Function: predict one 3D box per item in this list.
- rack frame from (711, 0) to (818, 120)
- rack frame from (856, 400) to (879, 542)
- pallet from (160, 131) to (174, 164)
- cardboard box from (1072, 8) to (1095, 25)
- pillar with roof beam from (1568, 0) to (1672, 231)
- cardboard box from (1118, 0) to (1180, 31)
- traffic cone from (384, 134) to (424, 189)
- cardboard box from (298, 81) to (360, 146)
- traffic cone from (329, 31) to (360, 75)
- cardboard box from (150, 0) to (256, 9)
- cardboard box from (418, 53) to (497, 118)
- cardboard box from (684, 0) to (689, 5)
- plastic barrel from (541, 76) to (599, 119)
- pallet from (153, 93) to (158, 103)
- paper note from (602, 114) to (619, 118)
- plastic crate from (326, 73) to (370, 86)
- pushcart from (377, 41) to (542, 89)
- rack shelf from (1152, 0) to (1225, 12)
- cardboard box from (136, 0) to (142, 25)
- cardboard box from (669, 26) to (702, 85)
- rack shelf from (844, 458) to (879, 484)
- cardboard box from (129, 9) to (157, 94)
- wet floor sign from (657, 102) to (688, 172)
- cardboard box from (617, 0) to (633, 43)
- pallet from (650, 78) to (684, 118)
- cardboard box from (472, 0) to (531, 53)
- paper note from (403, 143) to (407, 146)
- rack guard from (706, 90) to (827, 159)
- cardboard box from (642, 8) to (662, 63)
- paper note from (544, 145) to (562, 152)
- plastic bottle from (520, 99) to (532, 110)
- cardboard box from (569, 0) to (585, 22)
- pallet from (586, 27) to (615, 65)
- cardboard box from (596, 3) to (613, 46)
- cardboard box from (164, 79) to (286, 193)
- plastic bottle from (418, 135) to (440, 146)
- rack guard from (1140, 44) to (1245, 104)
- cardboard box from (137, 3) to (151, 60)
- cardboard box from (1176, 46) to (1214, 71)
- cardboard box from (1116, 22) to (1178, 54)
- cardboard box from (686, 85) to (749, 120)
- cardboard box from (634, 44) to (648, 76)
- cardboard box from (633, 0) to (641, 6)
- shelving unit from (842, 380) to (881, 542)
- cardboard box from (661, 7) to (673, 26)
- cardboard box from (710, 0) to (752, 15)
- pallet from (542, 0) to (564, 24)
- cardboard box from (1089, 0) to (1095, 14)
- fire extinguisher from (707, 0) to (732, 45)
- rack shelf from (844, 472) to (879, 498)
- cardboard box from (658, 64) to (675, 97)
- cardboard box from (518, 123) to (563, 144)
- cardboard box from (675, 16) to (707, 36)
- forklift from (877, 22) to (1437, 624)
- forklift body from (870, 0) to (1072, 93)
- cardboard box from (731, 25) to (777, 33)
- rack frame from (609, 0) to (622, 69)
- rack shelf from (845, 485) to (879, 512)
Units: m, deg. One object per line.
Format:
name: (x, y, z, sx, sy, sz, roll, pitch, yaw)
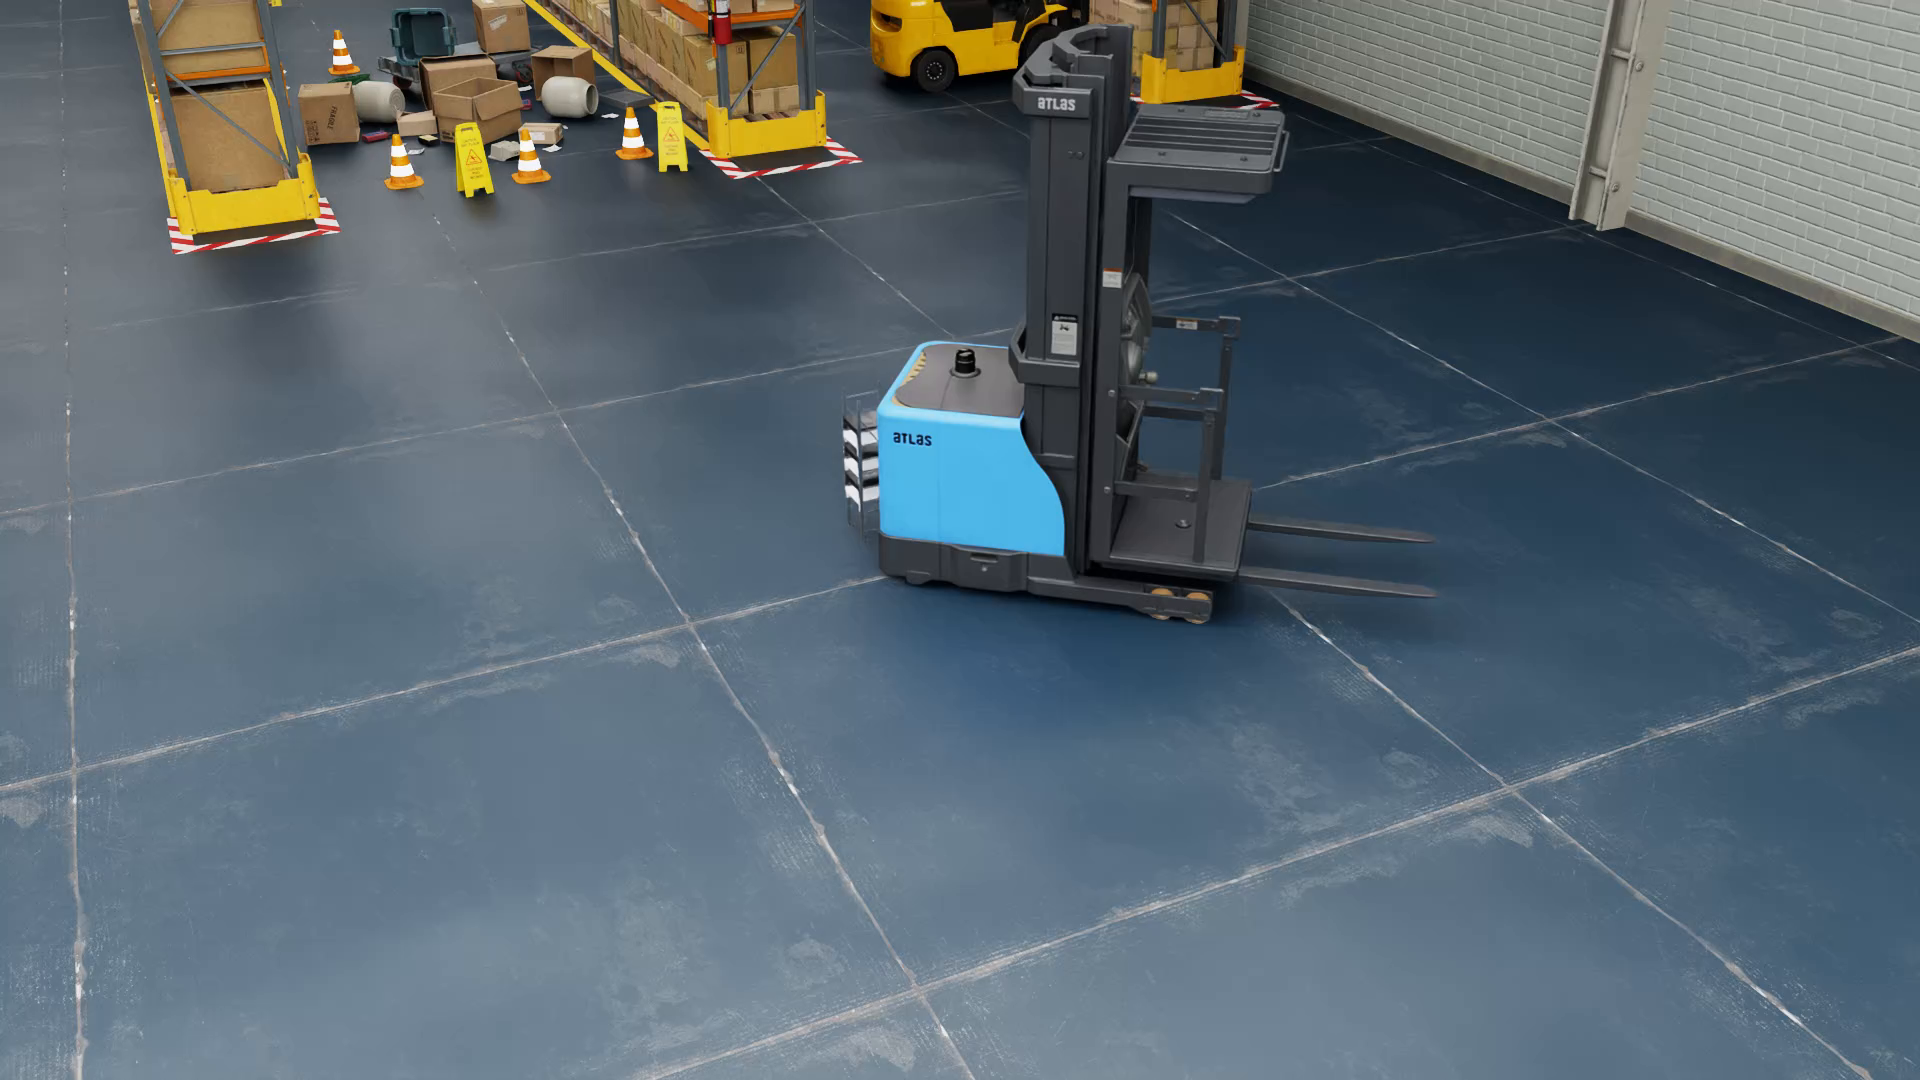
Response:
rack frame: (-1.905, -5.247, 16.041, 1.000, 3.000, 0.127, -13, 32, -22)
rack frame: (-0.472, -0.409, 9.559, 0.240, 0.900, 0.006, -14, 32, -23)
pallet: (-7.266, -3.822, 16.350, 1.003, 0.211, 1.213, -13, 32, -22)
cardboard box: (1.639, -6.090, 19.415, 0.500, 0.250, 0.500, -14, 32, -23)
pillar with roof beam: (1.780, -5.850, 10.983, 9.100, 9.000, 0.400, -13, 32, -22)
cardboard box: (2.097, -5.849, 18.474, 0.500, 0.250, 0.500, -12, 31, -20)
traffic cone: (-5.277, -3.590, 15.679, 0.336, 0.463, 0.334, -13, 32, -22)
cardboard box: (-6.456, -4.371, 17.031, 0.500, 0.500, 0.500, -8, 30, -13)
traffic cone: (-7.261, -5.733, 19.501, 0.336, 0.463, 0.334, -13, 32, -22)
cardboard box: (-6.456, -4.872, 14.114, 0.875, 0.550, 0.550, -13, 32, -22)
cardboard box: (-5.354, -4.873, 17.788, 0.797, 0.637, 0.503, -13, 32, -22)
cardboard box: (-2.558, -5.465, 16.685, 0.380, 0.149, 0.250, -14, 32, -23)
plastic barrel: (-4.159, -4.718, 17.731, 0.512, 0.421, 0.421, 7, 30, 13)
pallet: (-8.448, -5.039, 18.521, 1.003, 0.211, 1.213, -13, 32, -22)
paper note: (-3.750, -4.558, 17.847, 0.148, 0.019, 0.142, 26, 38, 38)
plastic crate: (-6.791, -4.927, 18.286, 0.450, 0.188, 0.662, -7, 28, 9)
pushcart: (-5.660, -5.370, 18.940, 0.936, 0.377, 1.648, 26, 38, 38)
rack shelf: (1.718, -6.861, 19.654, 1.077, 0.370, 4.000, -13, 32, -22)
cardboard box: (-7.498, -5.334, 16.042, 0.875, 0.550, 0.550, -13, 32, -22)
cardboard box: (-2.711, -5.087, 17.371, 0.500, 0.500, 0.500, -12, 31, -20)
rack shelf: (-0.517, -0.424, 9.655, 0.258, 0.077, 0.200, -14, 32, -23)
cardboard box: (-8.397, -5.388, 18.162, 1.050, 0.750, 0.750, -13, 32, -22)
wet floor sign: (-2.789, -3.912, 16.067, 0.267, 0.644, 0.232, -3, 29, -5)
cardboard box: (-3.612, -6.008, 19.013, 0.500, 0.500, 0.500, -12, 31, -20)
pallet: (-2.774, -4.969, 18.396, 1.003, 0.211, 1.213, -13, 32, -22)
cardboard box: (-5.217, -5.867, 18.928, 0.500, 0.500, 0.500, -13, 32, -22)
paper note: (-5.659, -4.013, 16.896, 0.032, 0.001, 0.123, 2, 29, 4)
rack guard: (-1.937, -4.191, 16.712, 1.175, 0.500, 0.348, -13, 32, -22)
cardboard box: (-3.151, -5.545, 18.186, 0.500, 0.500, 0.500, -11, 31, -19)
paper note: (-4.108, -3.952, 16.767, 0.142, 0.019, 0.148, 26, 38, 38)
plastic bottle: (-4.762, -4.769, 18.192, 0.133, 0.061, 0.283, -8, 30, -13)
cardboard box: (-4.461, -6.906, 21.257, 0.950, 0.372, 0.625, -12, 31, -20)
pallet: (-3.957, -6.142, 20.487, 1.003, 0.211, 1.213, -13, 32, -22)
cardboard box: (-3.849, -6.283, 20.144, 0.950, 0.372, 0.625, -13, 32, -21)
cardboard box: (-6.683, -3.706, 15.034, 0.875, 0.875, 0.875, -13, 32, -22)
plastic bottle: (-5.438, -4.083, 16.969, 0.283, 0.061, 0.133, 26, 38, 38)
rack guard: (2.587, -5.190, 18.495, 1.175, 0.500, 0.348, -13, 32, -22)
cardboard box: (-6.788, -4.622, 14.772, 0.875, 0.550, 0.550, -13, 32, -22)
cardboard box: (2.543, -5.533, 18.933, 0.500, 0.250, 0.500, -13, 32, -22)
cardboard box: (2.086, -5.643, 18.617, 0.500, 0.250, 0.500, -14, 32, -23)
cardboard box: (-2.505, -4.542, 17.166, 0.500, 0.250, 0.500, -13, 32, -22)
cardboard box: (-3.373, -5.447, 18.780, 0.500, 0.250, 0.500, -11, 31, -19)
cardboard box: (-3.391, -5.996, 18.329, 0.380, 0.149, 0.250, -12, 31, -20)
shelving unit: (-0.517, -0.453, 9.638, 0.258, 0.900, 0.210, -14, 32, -23)
cardboard box: (-2.919, -5.517, 17.474, 0.380, 0.149, 0.250, -12, 31, -20)
cardboard box: (-2.258, -5.258, 16.317, 0.380, 0.149, 0.250, -12, 31, -20)
pallet: (-5.005, -7.220, 22.409, 1.003, 0.211, 1.213, -13, 32, -22)
cardboard box: (1.647, -6.294, 19.268, 0.500, 0.250, 0.500, -13, 32, -21)
fire extinguisher: (-2.272, -5.066, 15.797, 0.296, 0.674, 0.183, -13, 32, -22)
rack shelf: (-0.517, -0.346, 9.699, 0.258, 0.077, 0.200, -14, 32, -23)
cardboard box: (-2.940, -4.992, 17.968, 0.500, 0.250, 0.500, -14, 32, -24)
cardboard box: (-4.291, -4.159, 17.014, 0.380, 0.149, 0.250, 2, 29, 4)
cardboard box: (-2.702, -5.289, 17.066, 0.380, 0.149, 0.250, -12, 31, -21)
forklift: (1.116, -1.114, 8.740, 3.031, 2.935, 1.130, 7, 30, 11)
forklift body: (0.115, -6.376, 18.921, 2.313, 2.155, 1.214, -13, 32, -22)
cardboard box: (-2.240, -5.213, 17.595, 0.500, 0.500, 0.500, -14, 32, -24)
rack frame: (-3.622, -7.014, 19.192, 1.000, 3.000, 0.127, -13, 32, -22)
rack shelf: (-0.517, -0.267, 9.743, 0.258, 0.077, 0.200, -14, 32, -23)
